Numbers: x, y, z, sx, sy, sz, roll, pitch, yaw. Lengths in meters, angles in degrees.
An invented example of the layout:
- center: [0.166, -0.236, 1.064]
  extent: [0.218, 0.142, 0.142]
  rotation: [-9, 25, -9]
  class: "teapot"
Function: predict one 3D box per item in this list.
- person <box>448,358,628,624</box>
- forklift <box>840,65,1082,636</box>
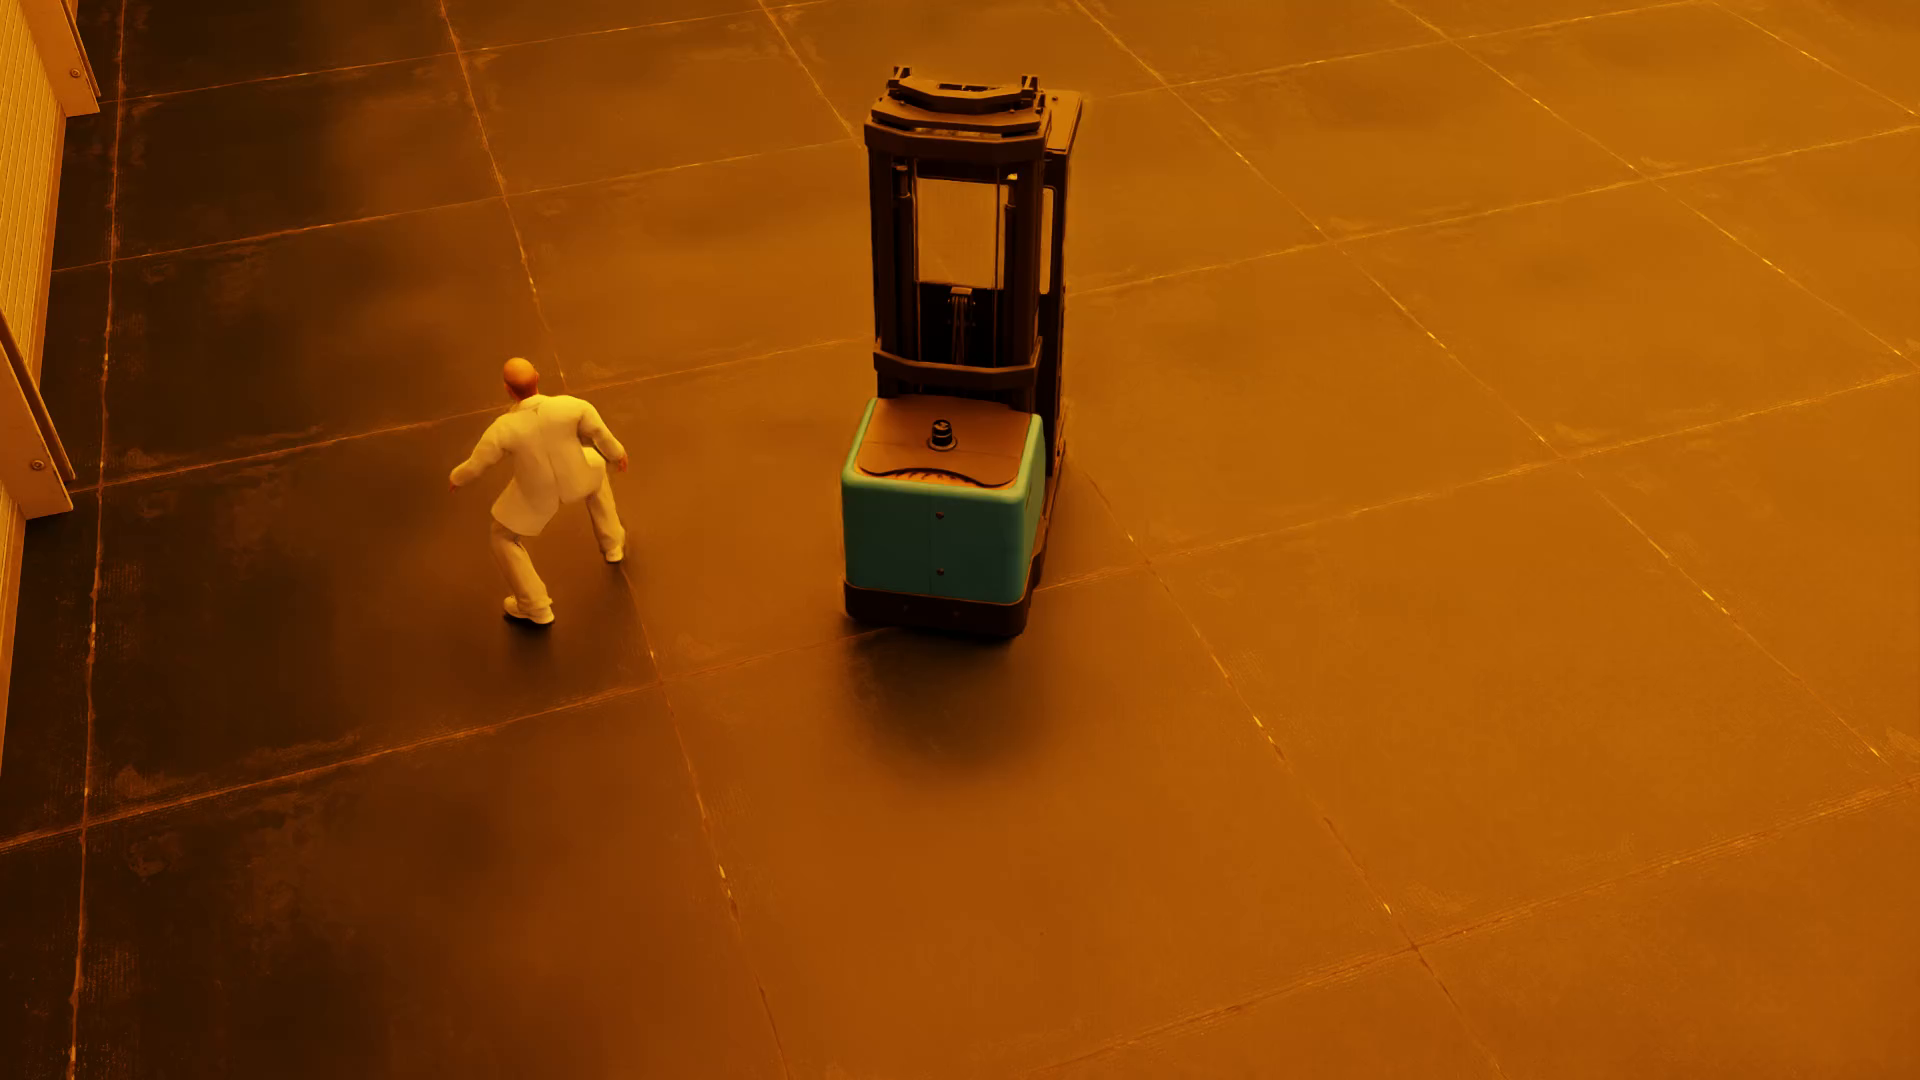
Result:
- center: [-2.362, -0.358, 9.416]
  extent: [1.002, 1.610, 0.705]
  rotation: [-17, 43, -19]
  class: "person"
- center: [0.086, -1.523, 9.810]
  extent: [1.130, 2.935, 3.031]
  rotation: [6, 40, 7]
  class: "forklift"
